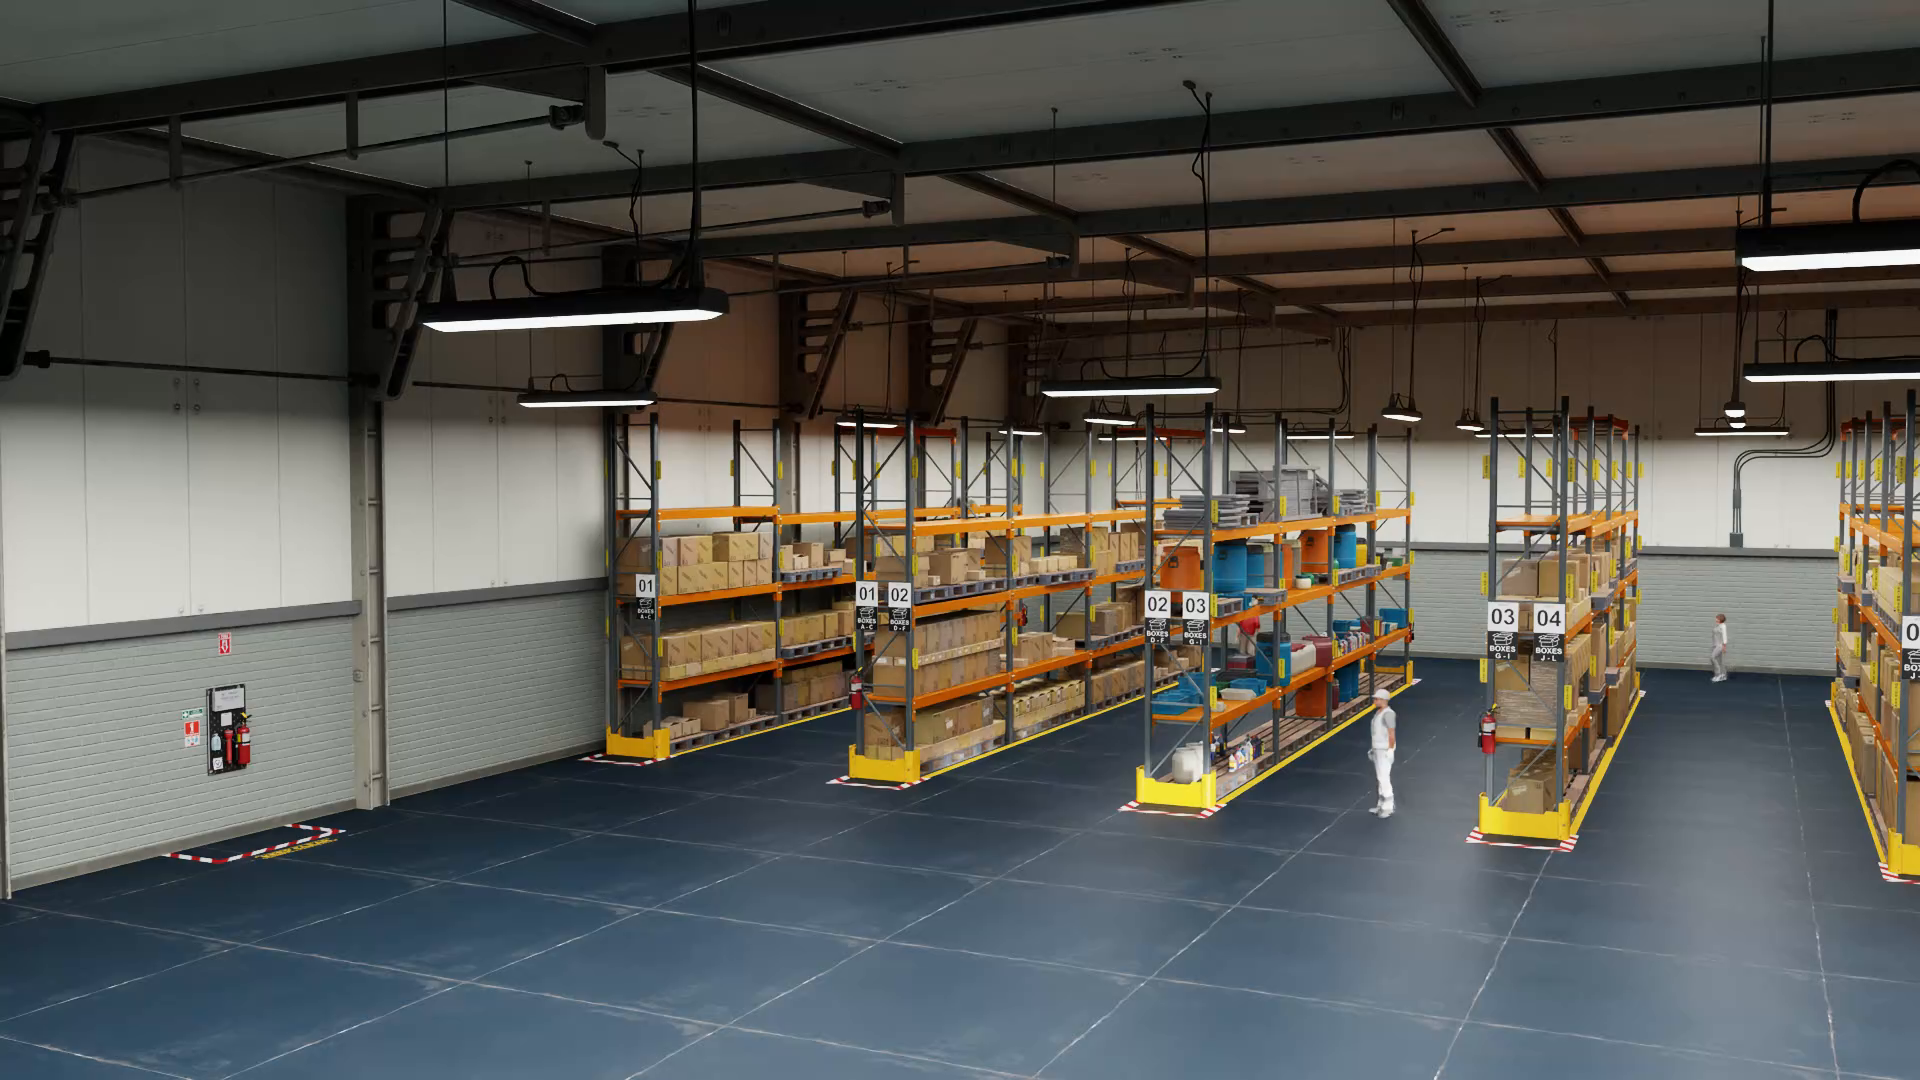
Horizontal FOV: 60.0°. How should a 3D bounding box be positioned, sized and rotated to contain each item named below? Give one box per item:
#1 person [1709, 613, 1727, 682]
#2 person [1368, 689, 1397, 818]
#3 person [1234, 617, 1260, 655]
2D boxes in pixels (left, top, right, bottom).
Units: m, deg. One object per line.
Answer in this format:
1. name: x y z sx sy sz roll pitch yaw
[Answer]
1. person: 17.963 2.549 39.378 0.447 1.628 0.445 0 2 7
2. person: 6.141 3.095 24.231 0.375 1.831 0.618 0 2 -3
3. person: 7.059 2.451 40.743 0.652 1.680 0.973 1 2 15
